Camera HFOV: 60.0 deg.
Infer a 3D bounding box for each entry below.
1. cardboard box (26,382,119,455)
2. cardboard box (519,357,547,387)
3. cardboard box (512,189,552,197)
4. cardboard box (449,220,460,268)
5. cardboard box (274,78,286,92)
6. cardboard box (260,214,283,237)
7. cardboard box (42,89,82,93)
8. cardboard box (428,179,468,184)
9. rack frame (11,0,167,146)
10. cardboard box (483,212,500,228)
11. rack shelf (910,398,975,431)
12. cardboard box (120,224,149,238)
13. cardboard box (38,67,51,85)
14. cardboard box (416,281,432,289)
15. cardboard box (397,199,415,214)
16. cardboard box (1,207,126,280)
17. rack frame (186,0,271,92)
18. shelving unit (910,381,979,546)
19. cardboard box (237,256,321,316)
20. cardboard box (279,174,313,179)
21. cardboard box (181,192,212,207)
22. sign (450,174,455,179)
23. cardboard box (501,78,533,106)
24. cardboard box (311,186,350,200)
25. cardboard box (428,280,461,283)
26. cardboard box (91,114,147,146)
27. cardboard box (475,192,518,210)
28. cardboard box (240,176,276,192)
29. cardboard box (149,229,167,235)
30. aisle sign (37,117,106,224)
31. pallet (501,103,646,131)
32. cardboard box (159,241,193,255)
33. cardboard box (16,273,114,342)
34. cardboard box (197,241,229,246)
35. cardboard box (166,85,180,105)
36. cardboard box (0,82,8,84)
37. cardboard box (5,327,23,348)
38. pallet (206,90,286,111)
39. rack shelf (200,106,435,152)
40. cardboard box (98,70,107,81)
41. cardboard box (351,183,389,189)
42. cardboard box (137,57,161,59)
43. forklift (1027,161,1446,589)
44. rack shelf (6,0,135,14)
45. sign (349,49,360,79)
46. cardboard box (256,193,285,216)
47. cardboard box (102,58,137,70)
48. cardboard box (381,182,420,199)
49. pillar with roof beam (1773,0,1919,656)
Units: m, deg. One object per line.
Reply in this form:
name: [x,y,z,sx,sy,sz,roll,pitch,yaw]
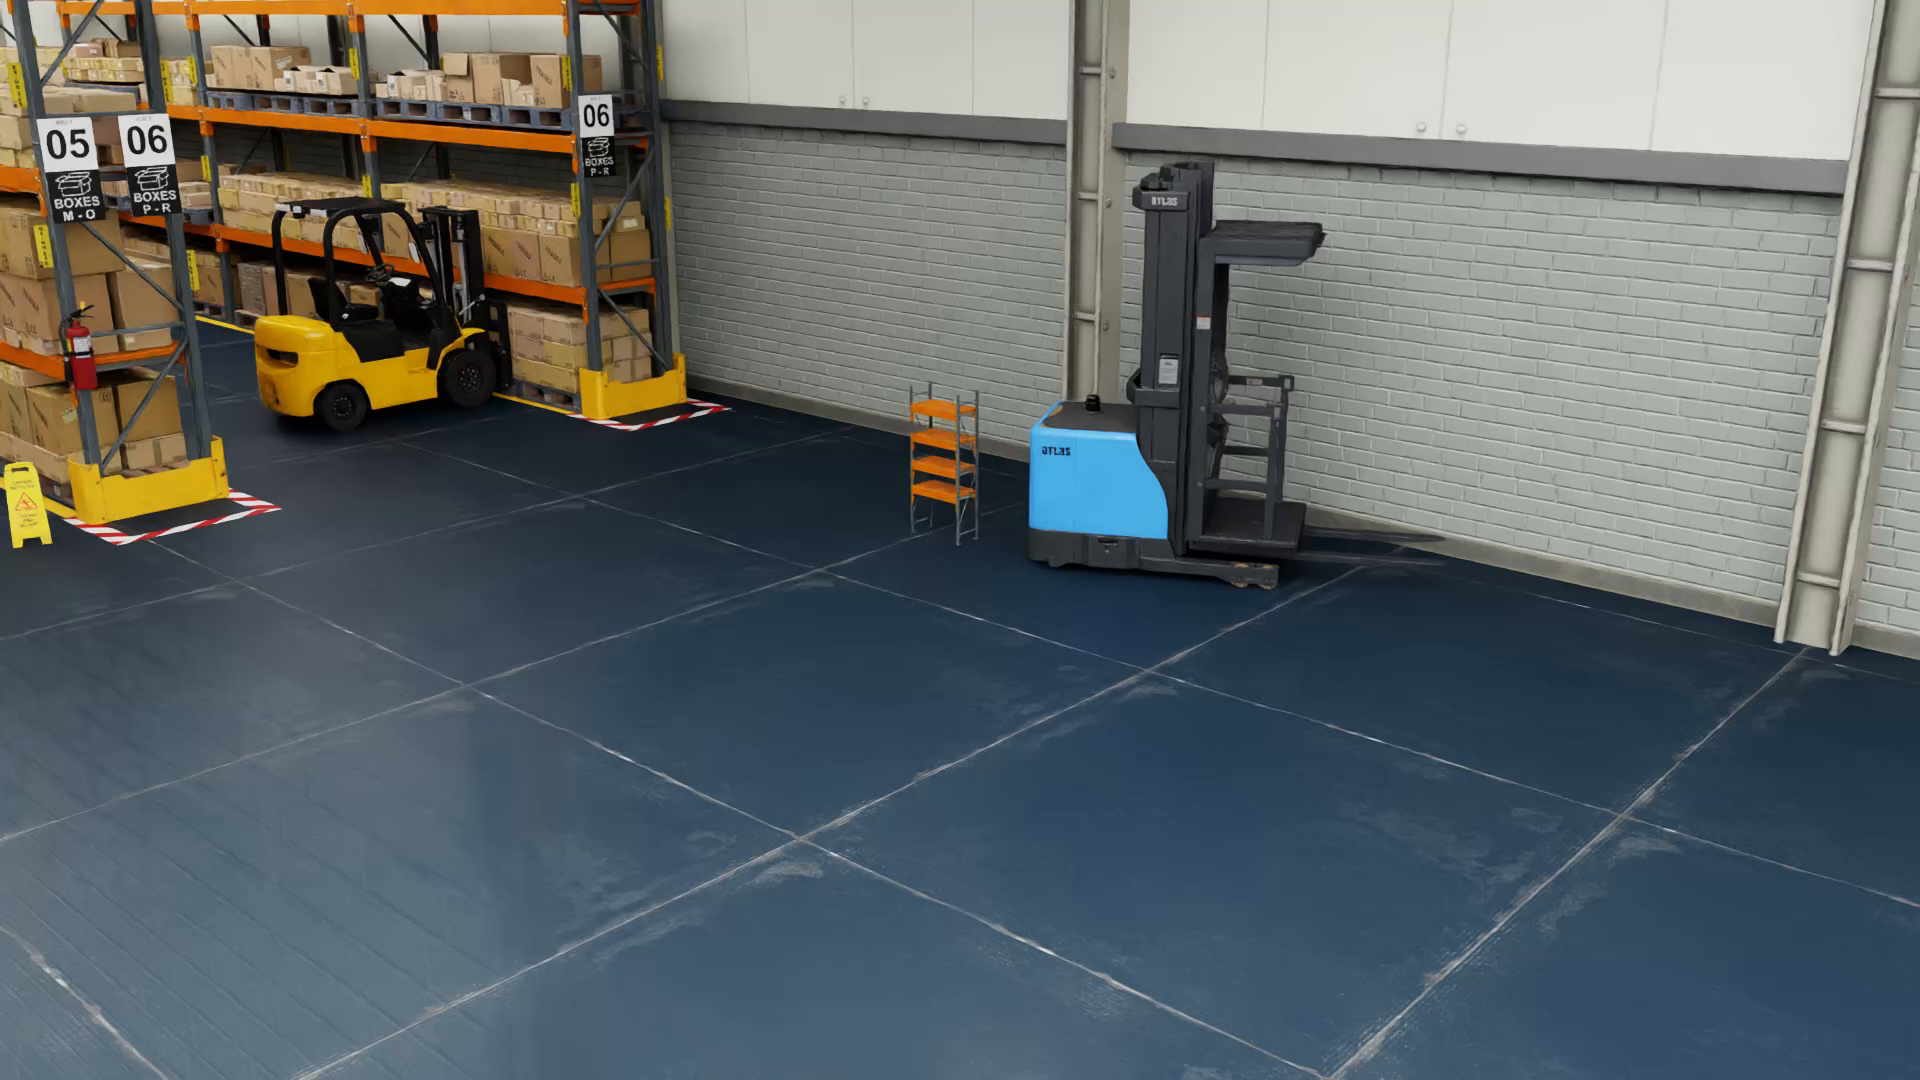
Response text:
cardboard box: [-7.491,-1.044,14.054,0.500,0.500,0.500,15,23,40]
cardboard box: [-4.353,-1.833,17.781,0.500,0.250,0.500,15,23,39]
cardboard box: [-4.674,-3.750,18.241,0.250,0.149,0.380,15,23,40]
cardboard box: [-5.479,-3.319,18.447,0.500,0.500,0.500,15,23,39]
cardboard box: [-8.019,-5.487,20.039,0.250,0.149,0.380,15,23,39]
cardboard box: [-8.477,-4.005,21.022,0.500,0.250,0.500,14,22,38]
cardboard box: [-7.581,-3.709,13.979,0.250,0.149,0.380,15,23,39]
cardboard box: [-5.979,-4.125,19.421,0.250,0.149,0.380,15,23,39]
rack frame: [-6.718,-4.555,12.587,0.127,3.000,1.000,15,23,39]
cardboard box: [-4.847,-3.434,17.736,0.250,0.149,0.380,15,23,40]
rack shelf: [-0.124,-0.980,12.916,0.480,0.148,0.258,15,23,39]
cardboard box: [-12.084,-4.514,24.252,0.250,0.149,0.380,14,22,37]
cardboard box: [-13.324,-6.871,24.599,0.500,0.250,0.500,14,22,37]
cardboard box: [-6.265,-2.820,19.237,0.500,0.250,0.500,15,23,38]
cardboard box: [-6.159,-3.804,18.901,0.250,0.149,0.380,16,23,41]
cardboard box: [-7.245,-2.414,13.450,0.500,0.500,0.700,14,23,38]
rack frame: [-9.410,-7.285,21.189,0.127,3.000,1.000,15,23,39]
shelving unit: [-0.124,-0.605,13.035,0.503,1.200,0.258,15,23,39]
cardboard box: [-8.952,-3.365,21.988,0.625,0.625,0.875,16,24,41]
cardboard box: [-8.609,-4.669,21.628,0.250,0.149,0.380,15,23,39]
cardboard box: [-10.156,-4.551,22.213,0.250,0.149,0.380,16,23,40]
sign: [-6.051,-4.198,19.820,0.005,0.325,0.100,15,23,39]
cardboard box: [-4.437,-4.581,16.991,0.258,0.266,0.396,15,23,39]
cardboard box: [-7.613,-4.196,20.135,0.250,0.149,0.380,14,23,38]
cardboard box: [-5.922,-2.933,19.593,0.500,0.250,0.500,16,23,40]
cardboard box: [-6.917,-3.356,13.526,0.500,0.250,0.500,15,23,38]
cardboard box: [-4.985,-3.648,17.920,0.250,0.149,0.380,15,23,40]
cardboard box: [-8.957,-4.552,21.259,0.250,0.149,0.380,16,24,41]
cardboard box: [-11.935,-4.538,24.816,0.250,0.149,0.380,14,22,37]
aisle sign: [-6.864,-2.856,12.855,0.004,0.787,0.394,15,23,39]
pallet: [-3.938,-4.354,17.061,1.213,0.211,1.003,15,23,39]
cardboard box: [-11.070,-4.118,23.496,0.250,0.149,0.380,15,23,39]
cardboard box: [-7.307,-1.931,13.581,0.500,0.500,0.500,15,23,38]
cardboard box: [-10.596,-4.166,23.645,0.250,0.149,0.380,15,23,40]
cardboard box: [-10.331,-5.932,22.135,0.500,0.250,0.500,15,23,39]
cardboard box: [-14.596,-6.999,25.662,0.250,0.149,0.380,15,23,39]
cardboard box: [-7.793,-1.729,14.016,0.250,0.149,0.380,16,23,40]
pallet: [-8.843,-5.649,21.306,1.003,0.211,1.213,16,24,42]
rack shelf: [-7.914,-5.110,20.486,4.000,0.370,1.077,15,23,39]
cardboard box: [-11.676,-6.432,23.016,0.250,0.149,0.380,15,23,39]
cardboard box: [-7.265,-4.316,20.516,0.250,0.149,0.380,15,23,39]
cardboard box: [-11.332,-6.686,23.326,0.250,0.149,0.380,14,22,38]
forklift: [2.075,-1.220,12.111,3.031,2.935,1.130,5,18,14]
rack shelf: [-8.214,-4.612,13.961,4.000,0.370,1.077,15,23,39]
sign: [-6.771,-5.323,18.593,0.005,0.325,0.100,15,23,39]
cardboard box: [-8.487,-4.238,20.927,0.500,0.250,0.500,14,23,38]
cardboard box: [-11.621,-6.587,23.013,0.250,0.149,0.380,15,23,40]
cardboard box: [-6.377,-3.990,18.994,0.250,0.149,0.380,16,23,40]
pillar with roof beam: [2.769,-2.639,6.550,0.400,9.000,9.100,15,23,39]
